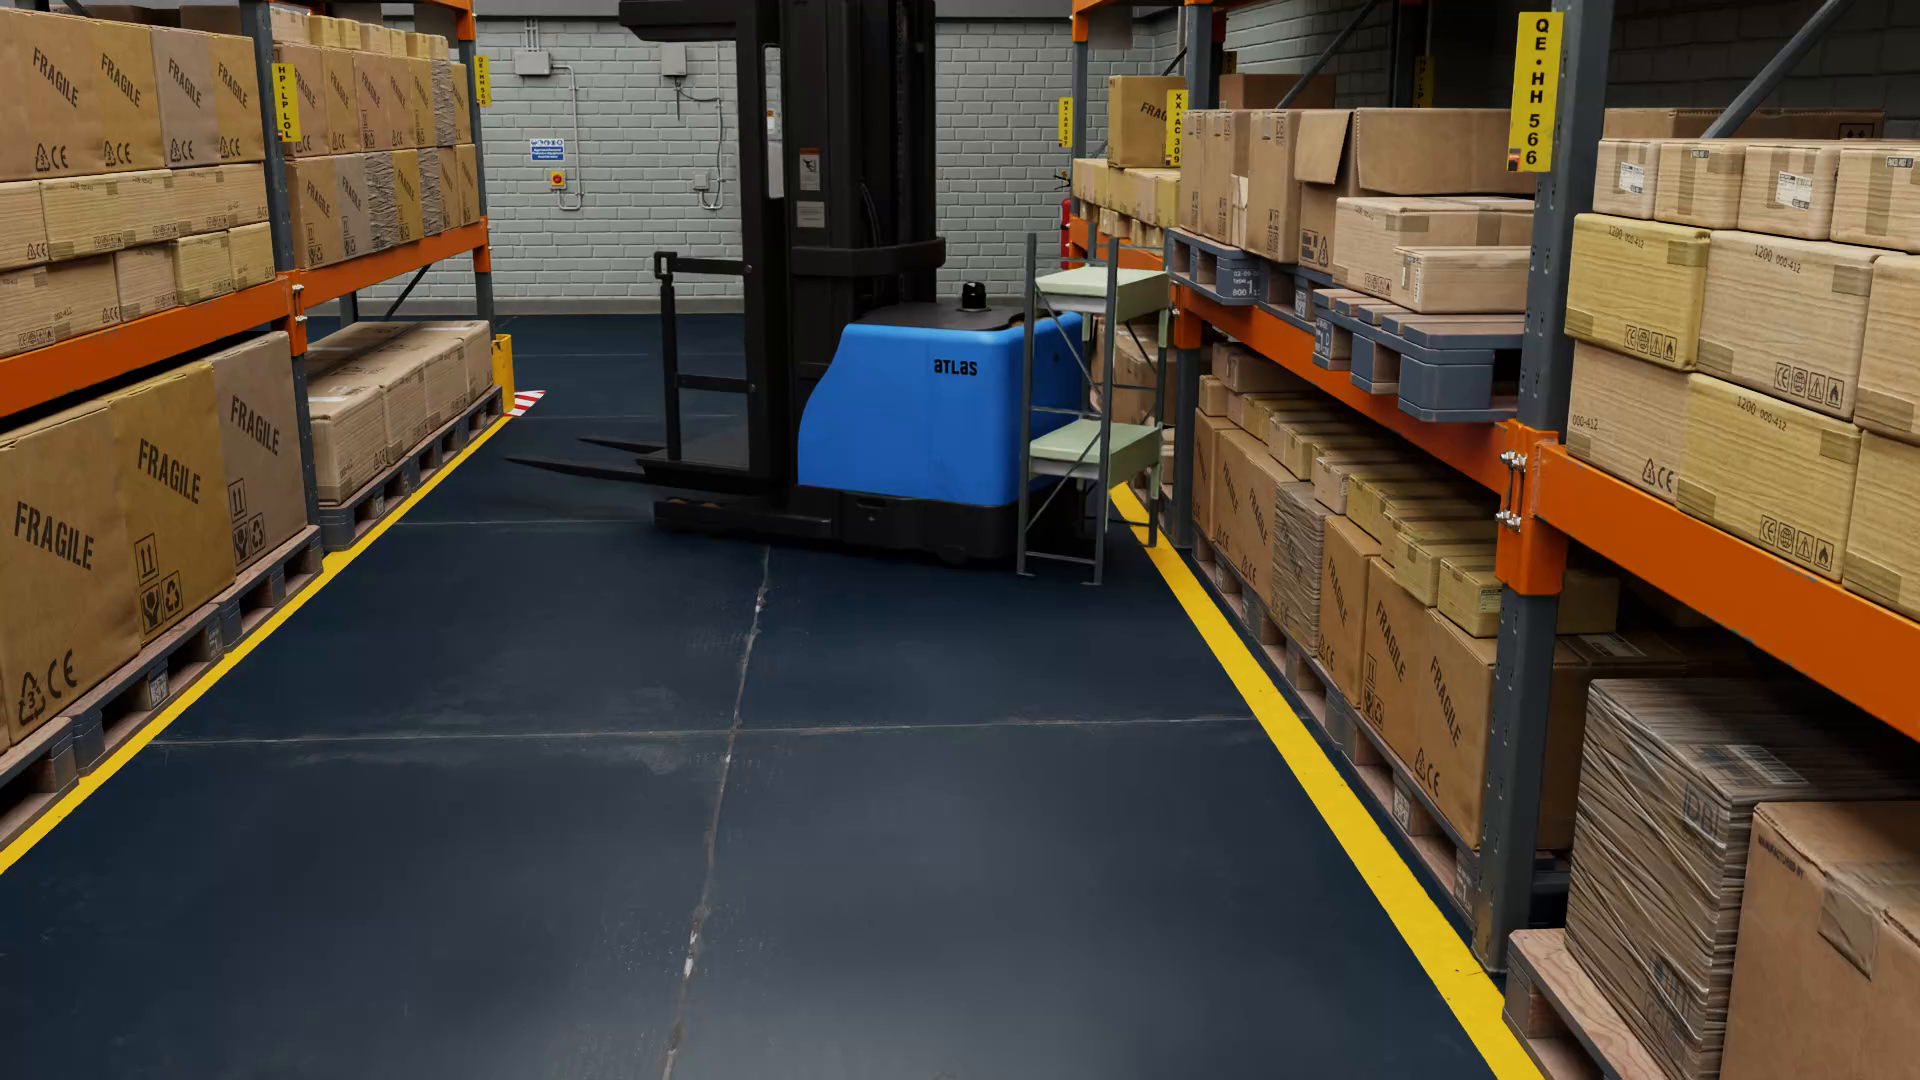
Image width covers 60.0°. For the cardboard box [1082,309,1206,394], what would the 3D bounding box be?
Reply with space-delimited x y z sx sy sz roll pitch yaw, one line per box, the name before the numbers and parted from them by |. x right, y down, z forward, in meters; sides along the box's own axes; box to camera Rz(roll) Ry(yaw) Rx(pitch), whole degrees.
cardboard box | 1.205 -1.262 11.079 0.797 0.503 0.637 -1 15 -6

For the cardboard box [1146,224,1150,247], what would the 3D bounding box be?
cardboard box | 1.171 -1.575 8.631 0.380 0.149 0.250 -1 14 -2

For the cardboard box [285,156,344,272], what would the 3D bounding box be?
cardboard box | -3.212 -1.518 7.707 0.500 0.500 0.500 0 14 -2

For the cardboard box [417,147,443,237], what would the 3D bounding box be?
cardboard box | -3.340 -2.024 9.671 0.500 0.500 0.500 0 14 -2

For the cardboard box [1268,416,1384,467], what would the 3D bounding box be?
cardboard box | 1.397 -0.378 6.348 0.380 0.149 0.250 -1 14 -4

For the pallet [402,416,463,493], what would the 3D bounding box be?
pallet | -3.492 -0.493 9.519 1.003 0.211 1.213 -1 14 -3

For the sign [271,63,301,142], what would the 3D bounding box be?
sign | -2.903 -1.882 7.157 0.100 0.325 0.005 -1 14 -3

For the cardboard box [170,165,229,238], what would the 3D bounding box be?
cardboard box | -3.136 -1.288 6.312 0.500 0.250 0.500 -1 14 -2

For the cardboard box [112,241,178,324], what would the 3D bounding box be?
cardboard box | -3.122 -0.916 5.869 0.500 0.250 0.500 -1 14 -5

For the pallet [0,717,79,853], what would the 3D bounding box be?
pallet | -3.170 0.799 4.497 1.003 0.211 1.213 -1 14 -3

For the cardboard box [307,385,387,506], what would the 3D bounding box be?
cardboard box | -3.376 -0.469 8.130 0.875 0.438 0.875 -1 14 -4

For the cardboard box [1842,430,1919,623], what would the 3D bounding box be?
cardboard box | 1.606 0.008 2.276 0.500 0.250 0.500 -1 14 -5

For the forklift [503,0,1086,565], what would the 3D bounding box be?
forklift | -0.930 -1.543 8.142 3.031 2.935 1.130 7 16 26

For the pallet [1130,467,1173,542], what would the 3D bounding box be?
pallet | 1.468 -0.247 8.563 1.003 0.211 1.213 -1 14 -3

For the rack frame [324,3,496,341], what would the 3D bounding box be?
rack frame | -3.692 -2.344 11.116 1.000 3.000 0.127 -1 14 -3

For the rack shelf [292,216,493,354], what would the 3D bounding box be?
rack shelf | -3.568 -1.498 9.273 1.077 0.370 4.000 -1 14 -3

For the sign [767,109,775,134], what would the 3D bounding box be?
sign | -2.027 -4.193 16.644 0.339 0.242 0.001 -1 14 -3

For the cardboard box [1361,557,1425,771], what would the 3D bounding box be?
cardboard box | 1.496 0.349 4.824 0.500 0.500 0.500 -1 14 -4

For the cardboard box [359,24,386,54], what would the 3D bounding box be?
cardboard box | -3.280 -2.657 8.826 0.380 0.149 0.250 -1 14 -3

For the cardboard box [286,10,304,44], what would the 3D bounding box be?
cardboard box | -3.237 -2.342 7.599 0.380 0.149 0.250 -1 14 -3

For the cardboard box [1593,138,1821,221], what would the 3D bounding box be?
cardboard box | 1.483 -0.711 3.266 0.380 0.149 0.250 0 14 -2

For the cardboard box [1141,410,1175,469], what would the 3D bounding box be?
cardboard box | 1.160 -0.529 8.705 0.396 0.266 0.258 0 14 -1

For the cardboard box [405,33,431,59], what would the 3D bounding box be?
cardboard box | -3.356 -2.916 9.829 0.380 0.149 0.250 -1 14 -2

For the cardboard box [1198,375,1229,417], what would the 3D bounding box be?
cardboard box | 1.267 -0.640 7.367 0.380 0.149 0.250 0 14 -1

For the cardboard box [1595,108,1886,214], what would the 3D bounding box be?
cardboard box | 1.882 -0.814 4.127 0.500 0.500 0.500 0 14 -1

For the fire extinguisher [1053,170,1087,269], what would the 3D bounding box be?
fire extinguisher | 0.792 -2.233 11.588 0.296 0.674 0.183 -1 14 -3

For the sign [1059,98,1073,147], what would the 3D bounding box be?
sign | 0.720 -2.832 11.277 0.100 0.325 0.005 -1 14 -3

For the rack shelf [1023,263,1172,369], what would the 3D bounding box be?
rack shelf | 0.615 -1.006 7.340 0.431 0.370 0.720 8 16 24

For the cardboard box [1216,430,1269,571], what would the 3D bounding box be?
cardboard box | 1.358 -0.163 6.815 0.500 0.500 0.500 -1 14 -4

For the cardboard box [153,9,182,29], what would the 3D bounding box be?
cardboard box | -3.689 -2.335 7.572 0.380 0.149 0.250 -1 14 -2

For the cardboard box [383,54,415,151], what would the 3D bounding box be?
cardboard box | -3.306 -2.383 9.060 0.500 0.500 0.500 -1 14 -4

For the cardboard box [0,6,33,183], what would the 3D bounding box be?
cardboard box | -3.040 -1.265 4.718 0.500 0.500 0.500 0 14 -2

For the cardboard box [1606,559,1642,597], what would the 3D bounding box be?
cardboard box | 2.047 0.060 4.644 0.380 0.149 0.250 0 14 -2

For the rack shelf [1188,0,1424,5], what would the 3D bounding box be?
rack shelf | 1.634 -2.033 5.334 1.077 0.370 4.000 -1 14 -3

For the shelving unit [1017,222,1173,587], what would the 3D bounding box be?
shelving unit | 0.607 -0.630 7.441 0.431 1.500 0.755 8 16 24

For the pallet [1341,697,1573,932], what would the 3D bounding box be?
pallet | 1.749 0.732 4.756 1.003 0.211 1.213 -1 14 -3

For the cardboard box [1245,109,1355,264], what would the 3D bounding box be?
cardboard box | 1.397 -1.231 5.746 0.700 0.500 0.500 -1 14 -4

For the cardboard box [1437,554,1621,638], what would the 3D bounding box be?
cardboard box | 1.474 0.142 4.325 0.380 0.149 0.250 -2 15 -6

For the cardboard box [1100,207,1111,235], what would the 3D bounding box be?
cardboard box | 1.039 -1.893 9.866 0.380 0.149 0.250 -1 14 -5

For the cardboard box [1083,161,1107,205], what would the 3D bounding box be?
cardboard box | 1.053 -2.250 10.457 0.500 0.250 0.500 -1 14 -3

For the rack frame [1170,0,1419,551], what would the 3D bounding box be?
rack frame | 1.510 -1.427 7.551 1.000 3.000 0.127 -1 14 -3

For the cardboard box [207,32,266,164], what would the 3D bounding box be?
cardboard box | -3.166 -1.774 6.696 0.500 0.500 0.500 0 14 -2

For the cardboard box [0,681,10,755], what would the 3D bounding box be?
cardboard box | -3.156 0.298 4.268 0.875 0.875 0.875 -1 14 -4

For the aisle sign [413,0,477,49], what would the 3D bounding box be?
aisle sign | -3.387 -3.626 10.880 0.394 0.787 0.004 -1 14 -3

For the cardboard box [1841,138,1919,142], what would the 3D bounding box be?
cardboard box | 1.980 -0.717 3.289 0.380 0.149 0.250 0 14 -2

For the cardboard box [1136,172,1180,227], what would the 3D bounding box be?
cardboard box | 1.189 -1.745 8.494 0.500 0.250 0.500 -1 14 -3

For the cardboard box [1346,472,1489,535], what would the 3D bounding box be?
cardboard box | 1.467 -0.120 5.343 0.380 0.149 0.250 -1 14 -4
